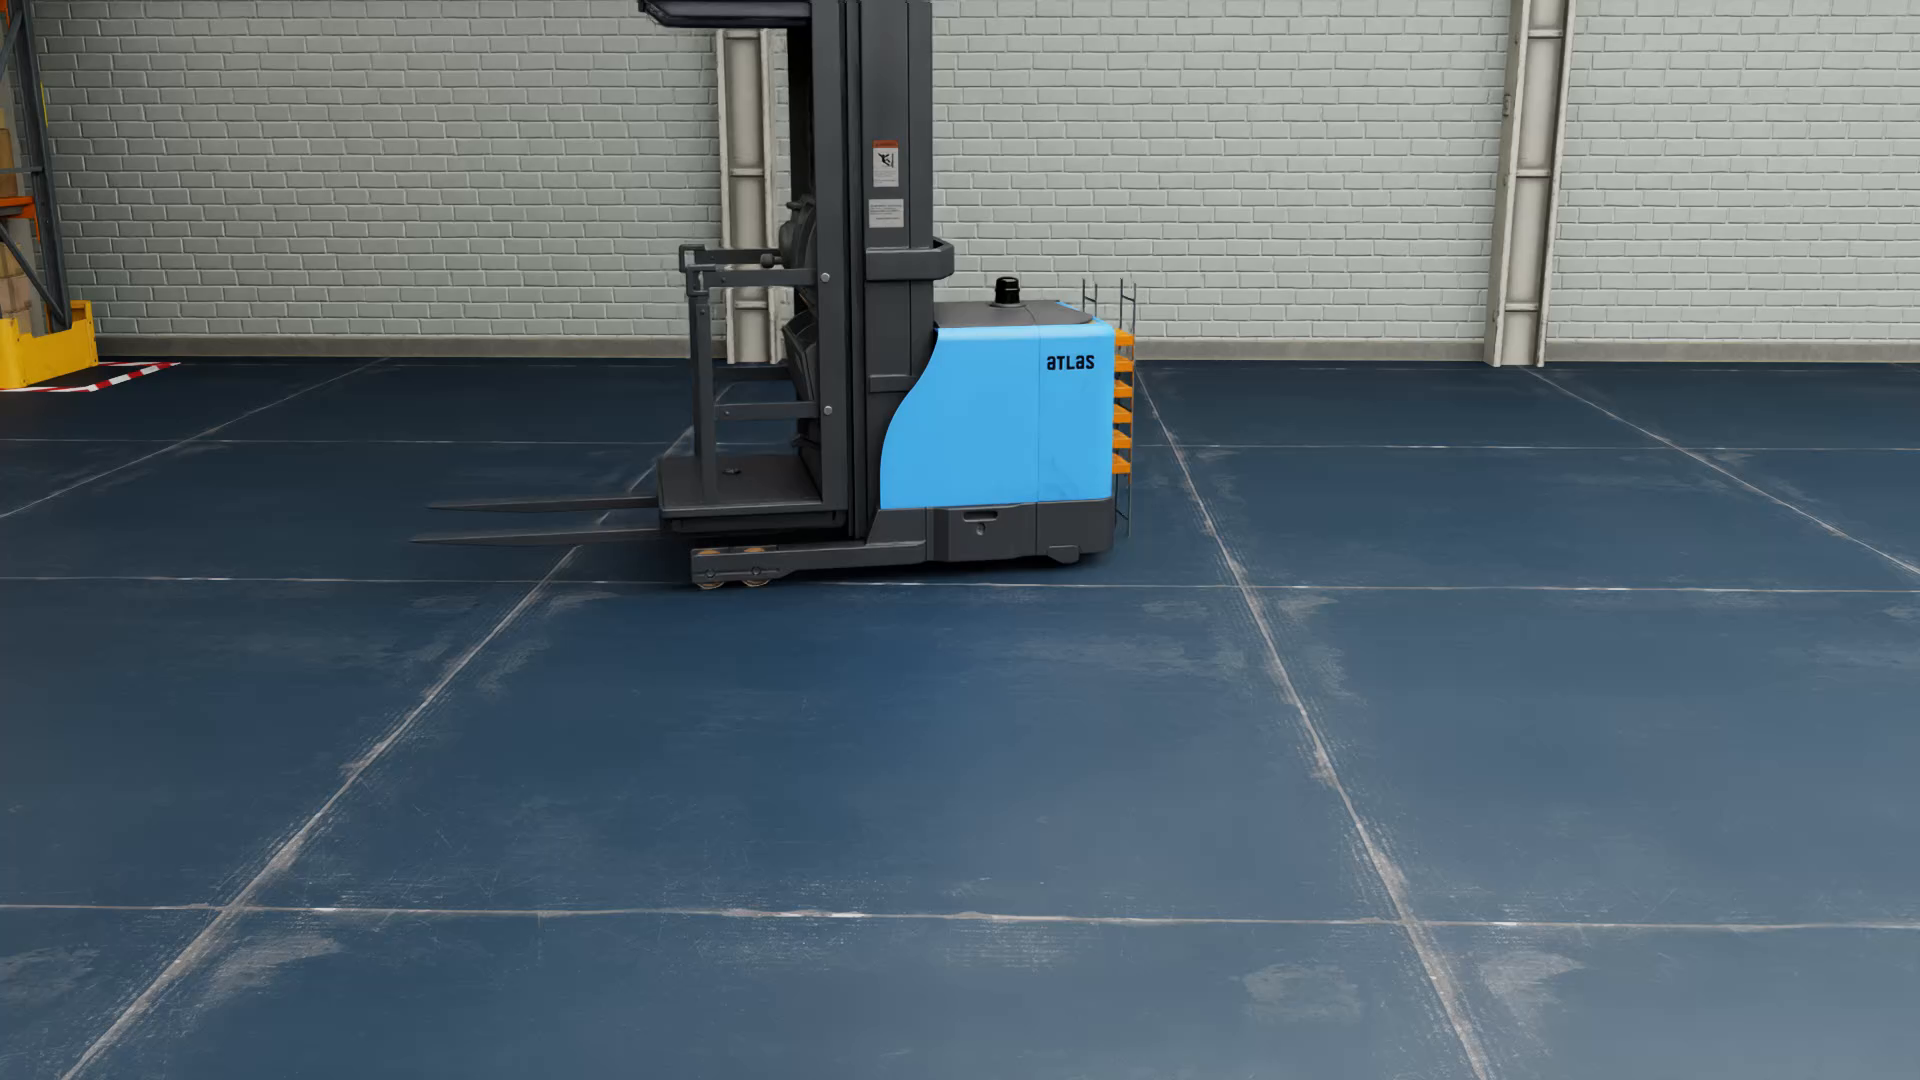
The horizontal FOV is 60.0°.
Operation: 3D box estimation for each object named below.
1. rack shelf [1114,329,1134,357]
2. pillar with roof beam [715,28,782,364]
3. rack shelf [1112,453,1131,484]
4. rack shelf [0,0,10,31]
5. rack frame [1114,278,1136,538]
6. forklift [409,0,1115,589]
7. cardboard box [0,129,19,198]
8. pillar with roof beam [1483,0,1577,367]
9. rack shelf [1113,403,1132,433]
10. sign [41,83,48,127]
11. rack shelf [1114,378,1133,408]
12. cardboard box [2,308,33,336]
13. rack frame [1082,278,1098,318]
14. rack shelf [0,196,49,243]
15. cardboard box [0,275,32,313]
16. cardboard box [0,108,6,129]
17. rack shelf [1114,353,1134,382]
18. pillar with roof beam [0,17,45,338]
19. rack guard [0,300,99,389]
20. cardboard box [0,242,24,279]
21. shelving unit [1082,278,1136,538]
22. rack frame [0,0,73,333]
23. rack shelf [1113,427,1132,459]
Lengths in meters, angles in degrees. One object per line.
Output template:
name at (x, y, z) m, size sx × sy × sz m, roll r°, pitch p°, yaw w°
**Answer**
rack shelf at (0.688, -0.921, 7.740) m, size 0.180 × 0.103 × 0.258 m, roll -3°, pitch 15°, yaw -11°
pillar with roof beam at (-1.747, -4.685, 7.957) m, size 0.400 × 9.000 × 9.100 m, roll 0°, pitch 15°, yaw 1°
rack shelf at (0.688, -0.340, 7.893) m, size 0.180 × 0.103 × 0.258 m, roll -3°, pitch 15°, yaw -11°
rack shelf at (-8.961, -3.802, 11.902) m, size 4.000 × 0.370 × 1.077 m, roll 0°, pitch 15°, yaw 1°
rack frame at (0.778, -0.620, 7.837) m, size 0.006 × 1.200 × 0.240 m, roll -3°, pitch 15°, yaw -11°
forklift at (-0.882, -1.355, 7.229) m, size 3.031 × 2.935 × 1.130 m, roll -3°, pitch 15°, yaw -11°
cardboard box at (-7.450, -2.809, 12.411) m, size 0.500 × 0.500 × 0.500 m, roll 1°, pitch 15°, yaw 3°
pillar with roof beam at (4.251, -4.646, 7.809) m, size 0.400 × 9.000 × 9.100 m, roll 0°, pitch 15°, yaw 1°
rack shelf at (0.688, -0.572, 7.832) m, size 0.180 × 0.103 × 0.258 m, roll -3°, pitch 15°, yaw -11°
sign at (-6.942, -3.285, 12.559) m, size 0.005 × 0.325 × 0.100 m, roll 0°, pitch 15°, yaw 1°
rack shelf at (0.688, -0.688, 7.801) m, size 0.180 × 0.103 × 0.258 m, roll -3°, pitch 15°, yaw -11°
cardboard box at (-7.448, -1.613, 12.642) m, size 0.500 × 0.250 × 0.500 m, roll 0°, pitch 15°, yaw 2°
rack frame at (0.598, -0.611, 7.804) m, size 0.006 × 1.200 × 0.240 m, roll -3°, pitch 15°, yaw -11°
rack shelf at (-8.961, -2.352, 12.285) m, size 4.000 × 0.370 × 1.077 m, roll 0°, pitch 15°, yaw 1°
cardboard box at (-7.427, -1.858, 12.589) m, size 0.500 × 0.250 × 0.500 m, roll 1°, pitch 15°, yaw 2°
cardboard box at (-7.295, -3.117, 12.307) m, size 0.250 × 0.149 × 0.380 m, roll 0°, pitch 15°, yaw 0°
rack shelf at (0.688, -0.805, 7.771) m, size 0.180 × 0.103 × 0.258 m, roll -3°, pitch 15°, yaw -11°
pillar with roof beam at (-7.745, -4.724, 8.105) m, size 0.400 × 9.000 × 9.100 m, roll 0°, pitch 15°, yaw 1°
rack guard at (-6.938, -1.478, 12.462) m, size 0.348 × 0.500 × 1.175 m, roll 0°, pitch 15°, yaw 1°
cardboard box at (-7.438, -2.095, 12.508) m, size 0.500 × 0.250 × 0.500 m, roll 0°, pitch 15°, yaw 1°
shelving unit at (0.688, -0.615, 7.821) m, size 0.189 × 1.200 × 0.258 m, roll -3°, pitch 15°, yaw -11°
rack frame at (-6.962, -2.687, 12.143) m, size 0.127 × 3.000 × 1.000 m, roll 0°, pitch 15°, yaw 1°
rack shelf at (0.688, -0.456, 7.863) m, size 0.180 × 0.103 × 0.258 m, roll -3°, pitch 15°, yaw -11°
